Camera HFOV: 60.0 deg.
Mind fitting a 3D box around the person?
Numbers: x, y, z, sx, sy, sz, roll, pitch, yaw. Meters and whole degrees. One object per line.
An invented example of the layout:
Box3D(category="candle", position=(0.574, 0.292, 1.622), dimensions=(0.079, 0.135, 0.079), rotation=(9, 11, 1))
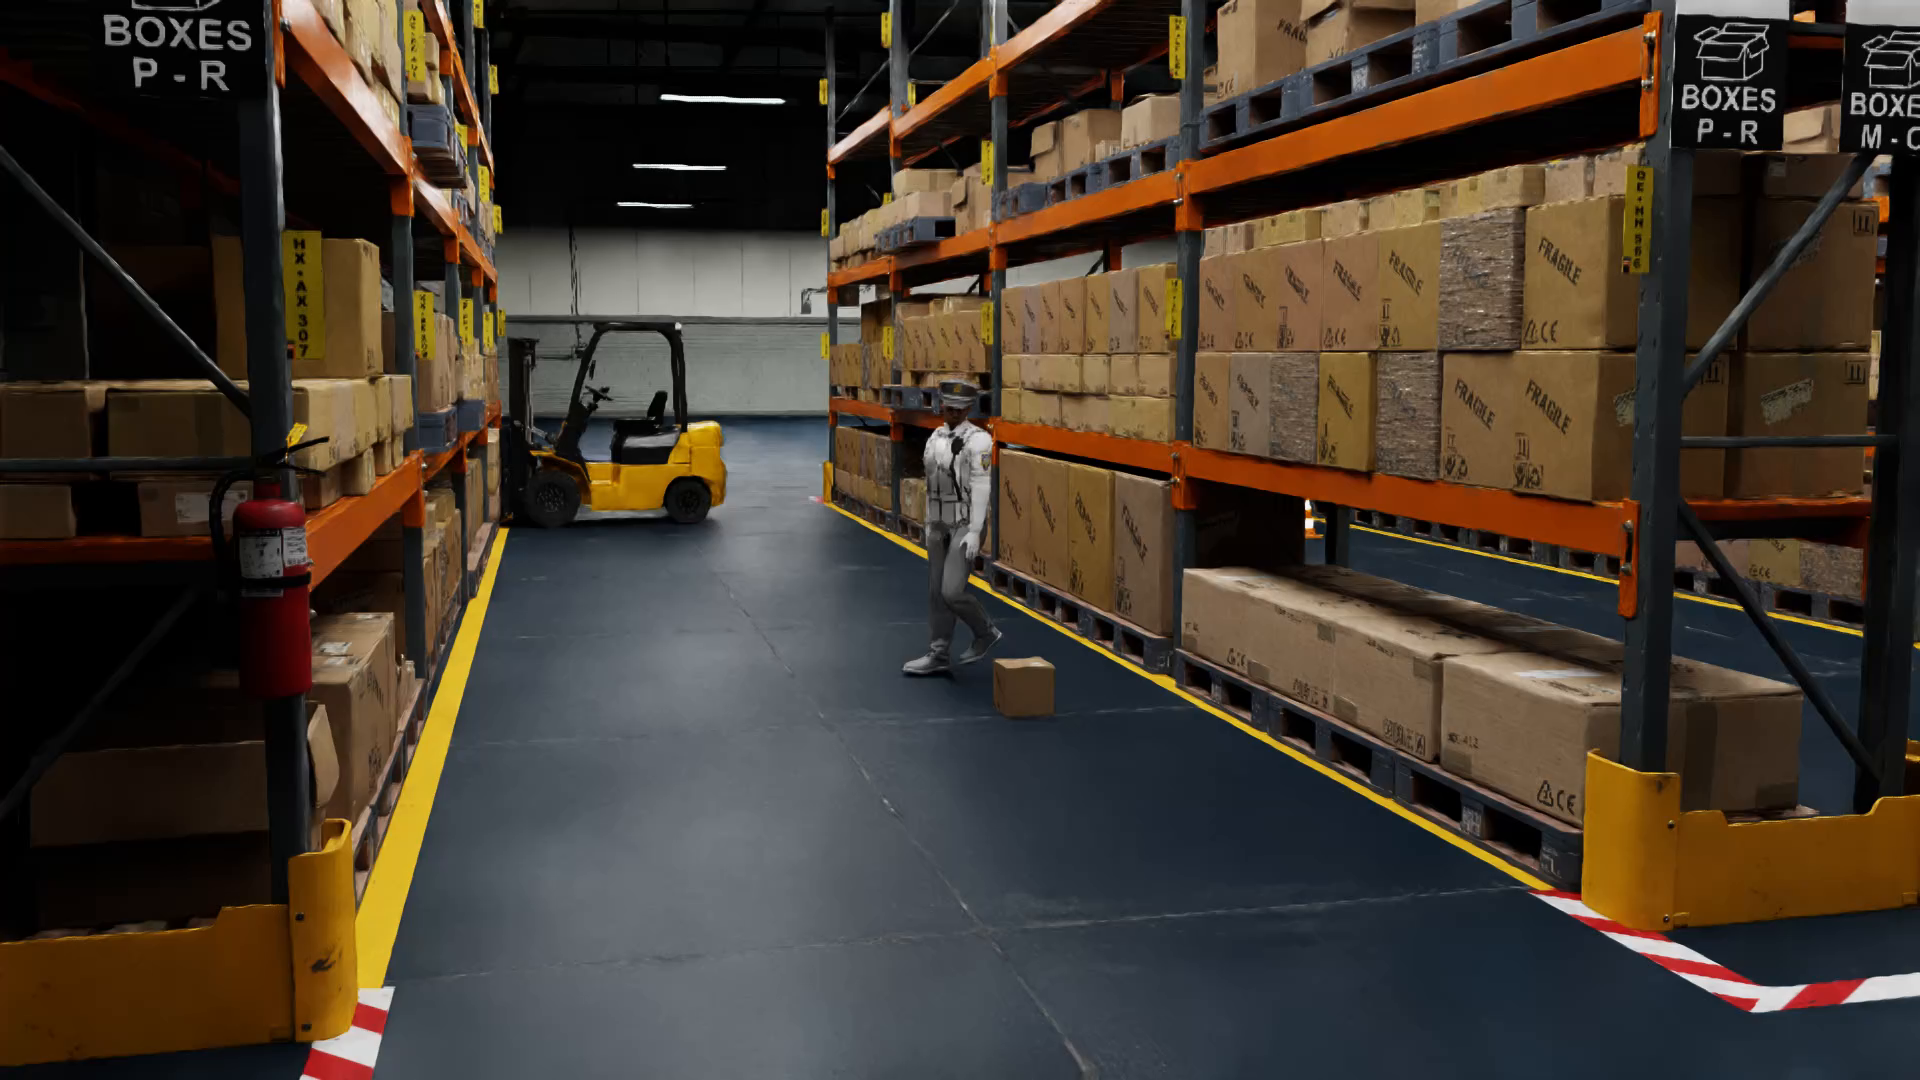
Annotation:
Box3D(category="person", position=(-0.013, -0.064, 9.195), dimensions=(0.431, 1.649, 0.554), rotation=(-5, 8, -40))
